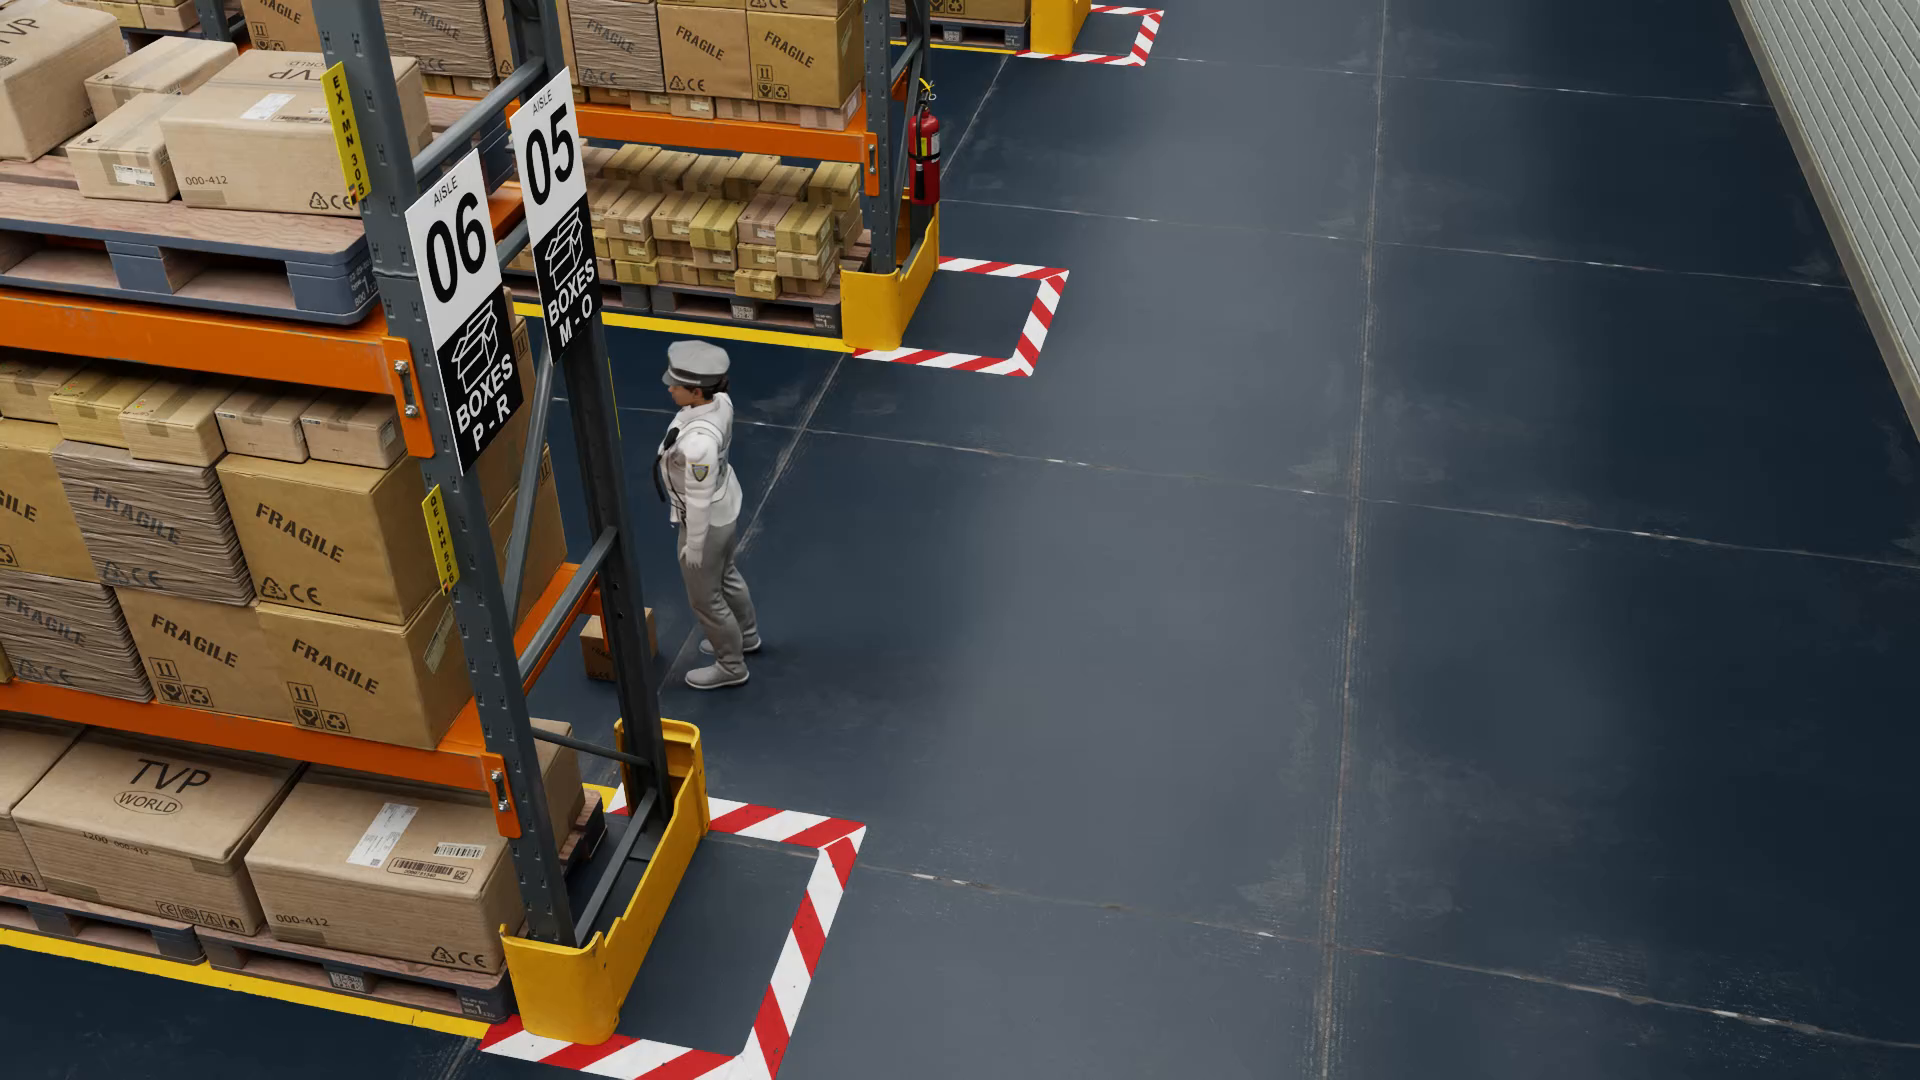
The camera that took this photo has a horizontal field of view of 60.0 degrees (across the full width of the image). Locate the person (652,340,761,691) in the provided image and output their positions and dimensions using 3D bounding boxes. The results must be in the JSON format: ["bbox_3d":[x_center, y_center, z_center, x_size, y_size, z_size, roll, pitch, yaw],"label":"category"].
[{"bbox_3d":[-1.085,-0.084,7.078,0.337,1.687,0.467,1,37,1],"label":"person"}]
